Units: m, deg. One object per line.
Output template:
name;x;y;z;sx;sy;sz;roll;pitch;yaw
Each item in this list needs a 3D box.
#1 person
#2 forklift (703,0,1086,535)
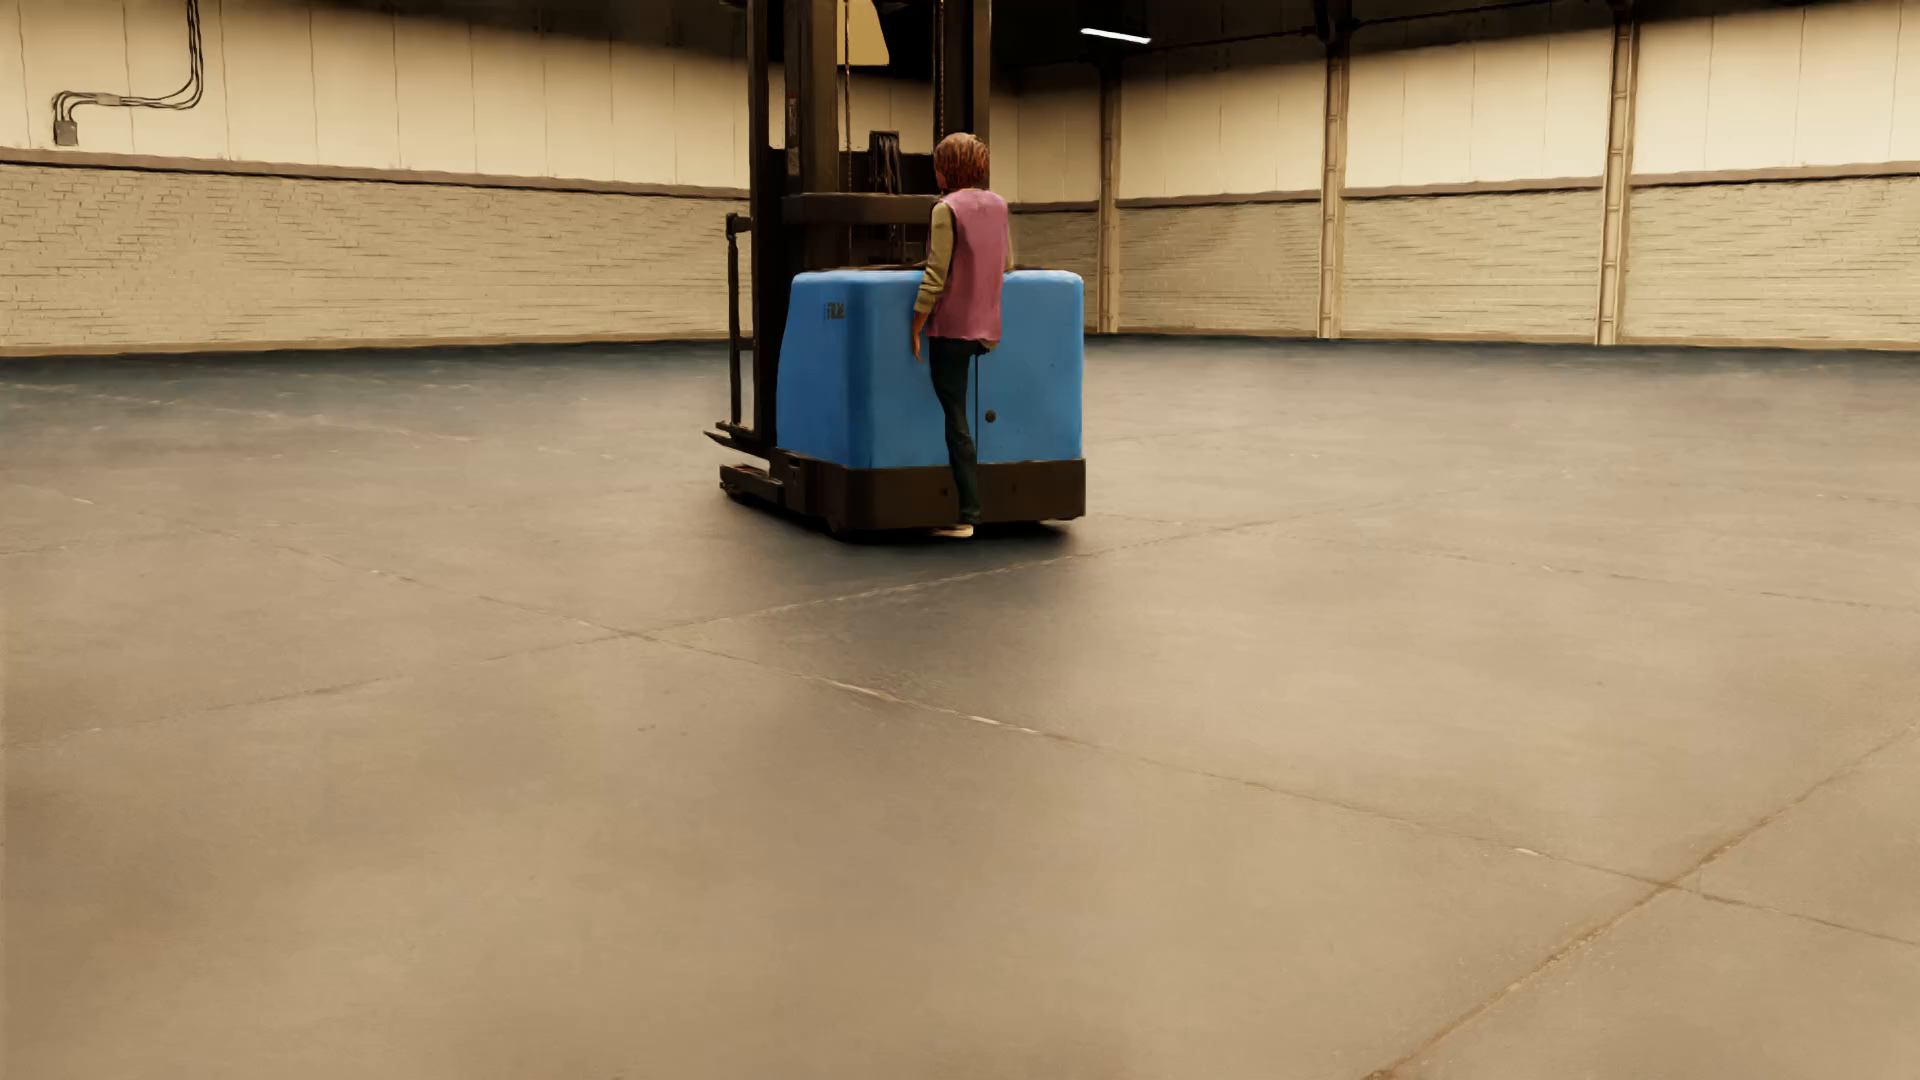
person;-0.058;-0.808;6.672;0.507;1.598;0.521;8;12;43
forklift;-0.524;-1.651;7.839;1.130;2.935;3.031;-4;9;-23
